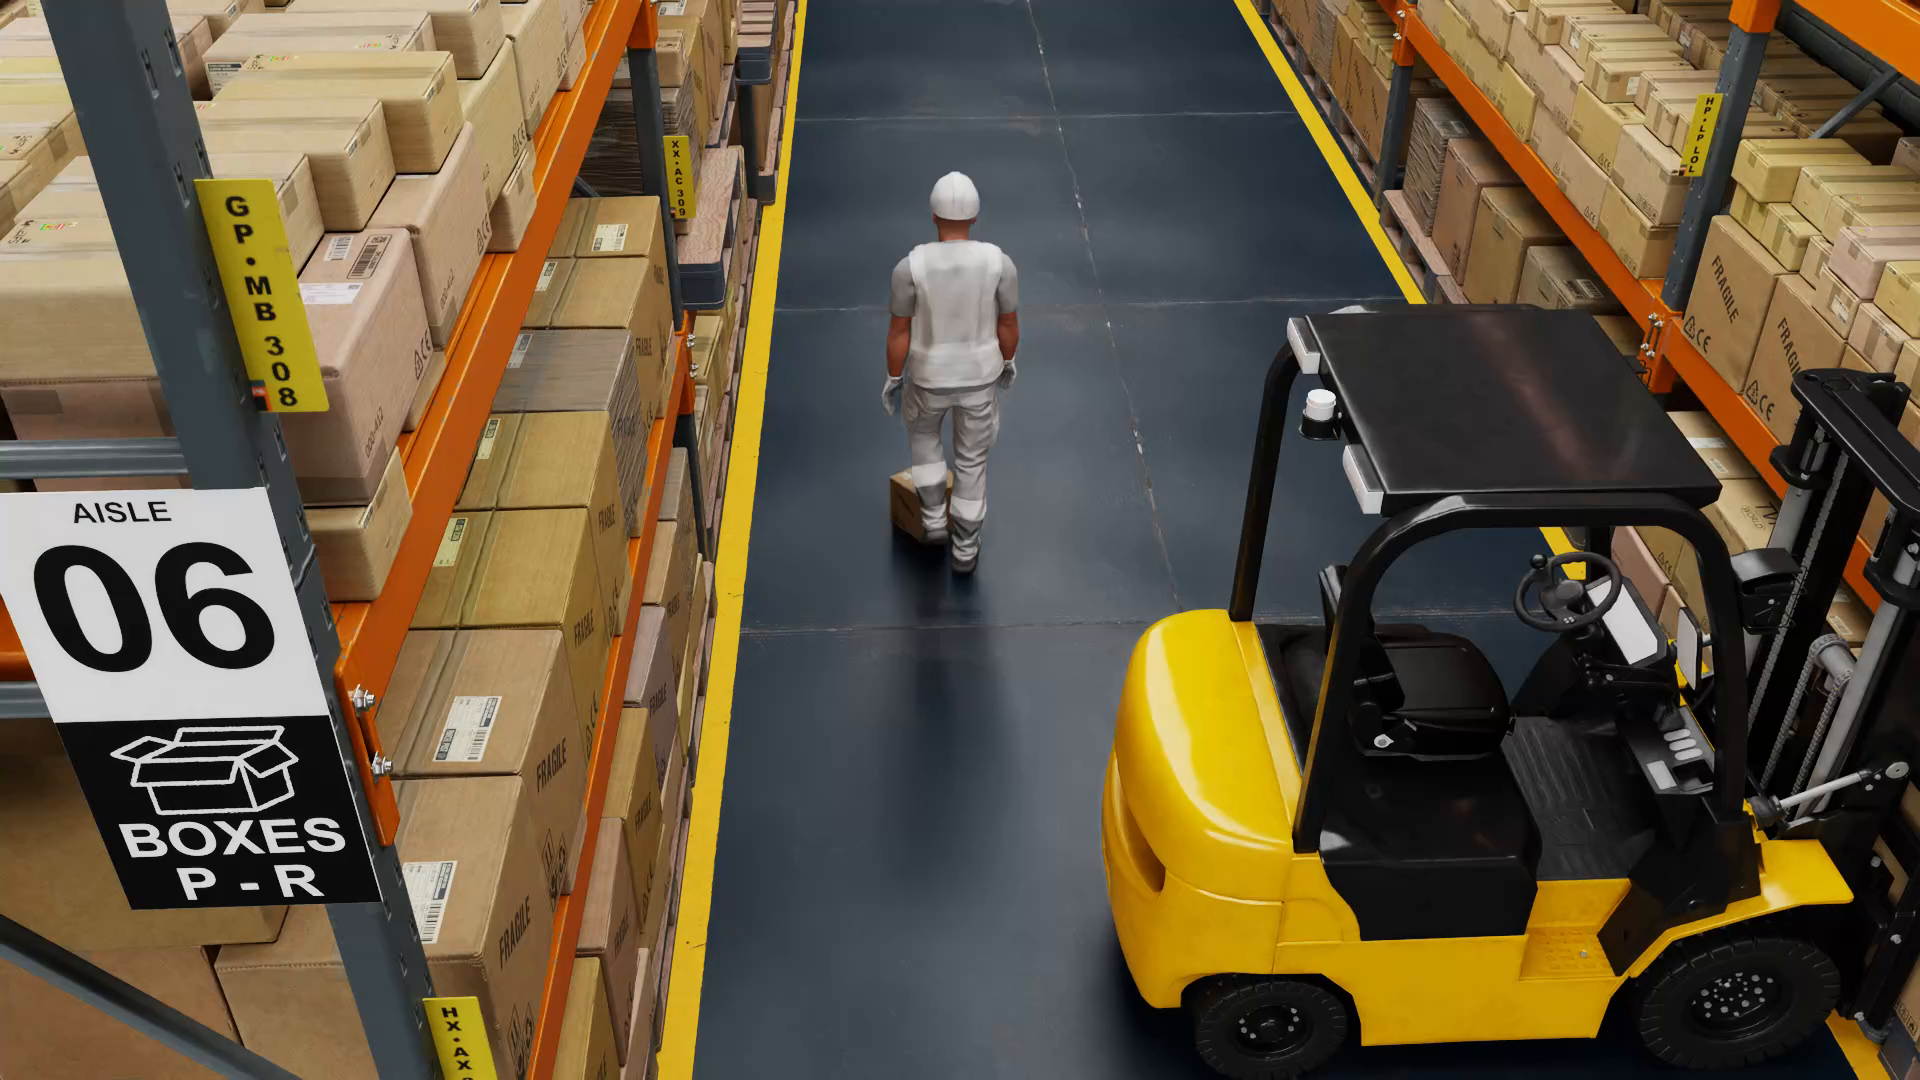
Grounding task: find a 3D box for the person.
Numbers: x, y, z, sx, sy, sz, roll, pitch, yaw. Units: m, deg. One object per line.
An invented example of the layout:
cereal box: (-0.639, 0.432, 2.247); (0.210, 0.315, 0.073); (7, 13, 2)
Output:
person: (-0.042, -0.678, 7.109); (0.587, 1.839, 0.475); (-1, 35, -2)
